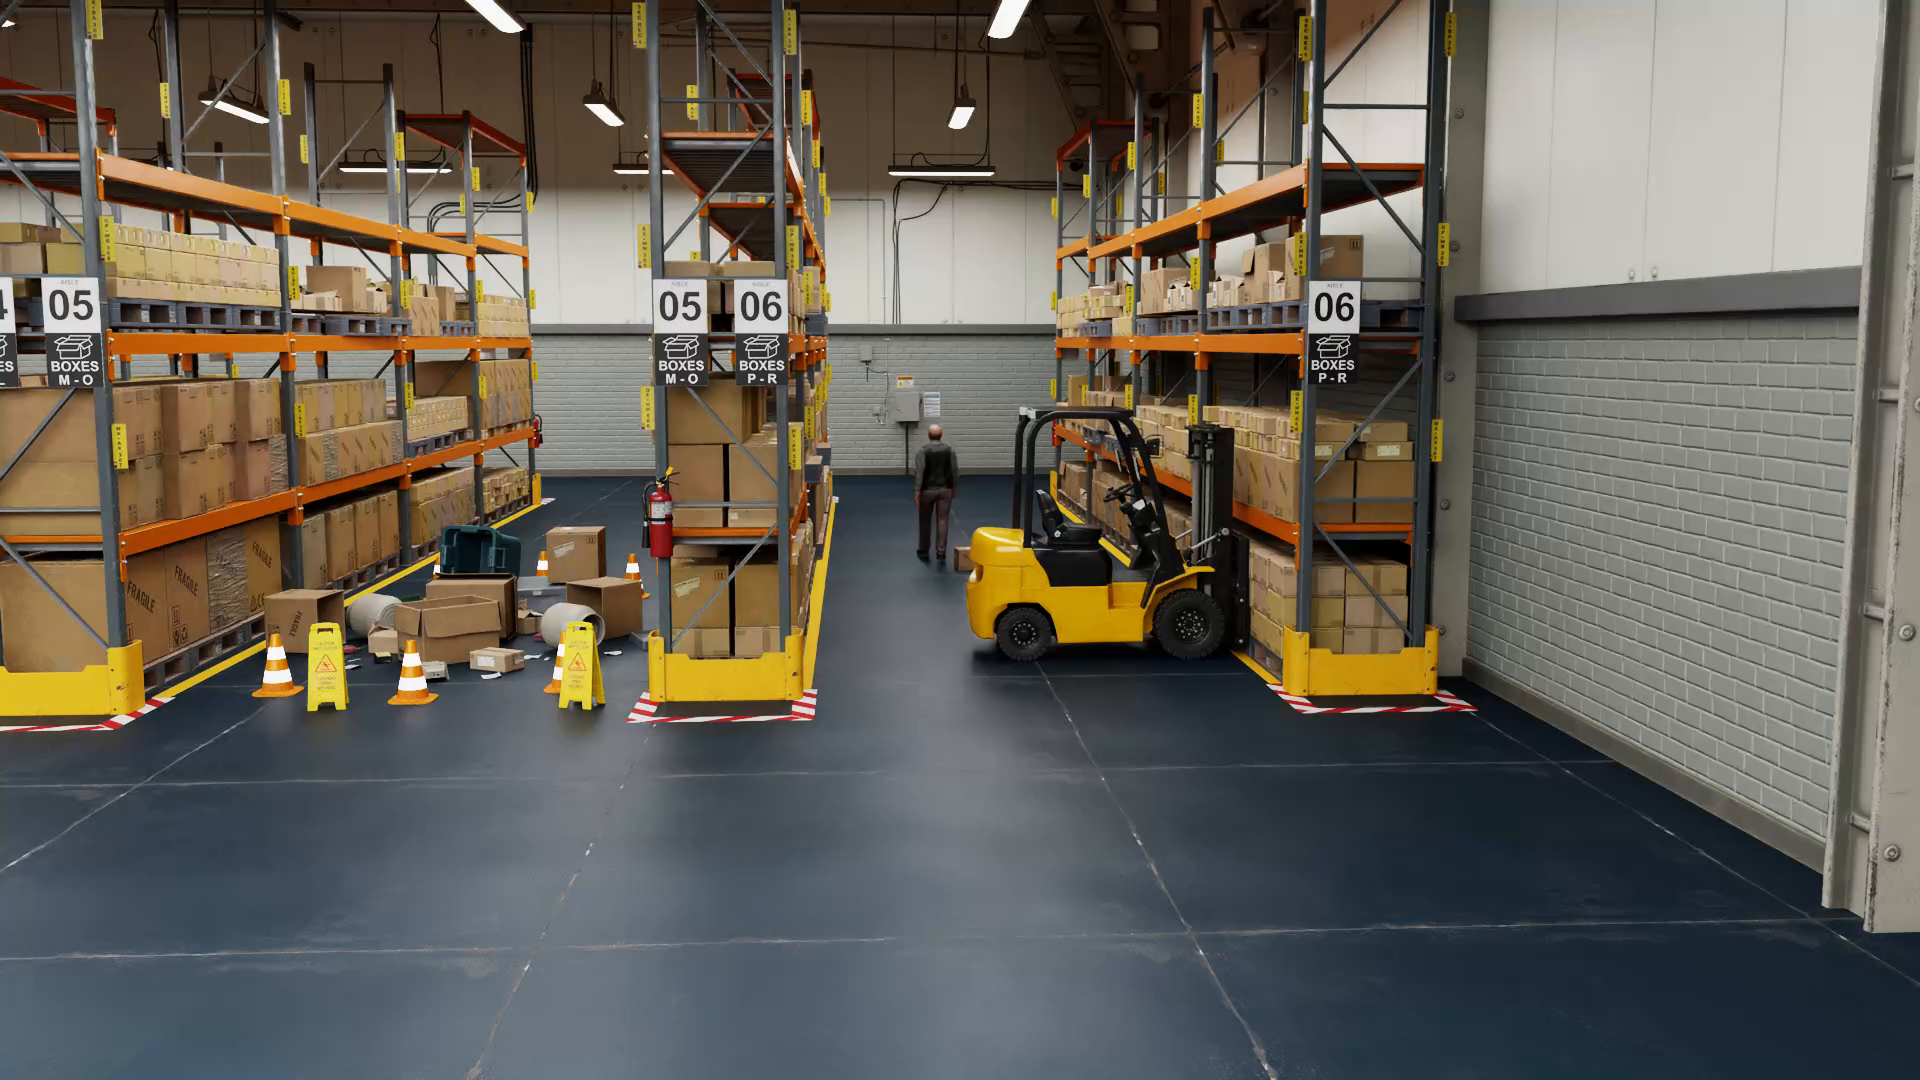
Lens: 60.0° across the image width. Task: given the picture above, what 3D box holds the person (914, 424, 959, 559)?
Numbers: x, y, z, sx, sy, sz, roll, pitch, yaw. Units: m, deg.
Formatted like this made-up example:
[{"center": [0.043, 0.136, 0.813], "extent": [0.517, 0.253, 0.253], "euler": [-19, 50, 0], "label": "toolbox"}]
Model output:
[{"center": [-0.305, -0.623, 20.928], "extent": [0.575, 1.674, 0.962], "euler": [-1, 7, -6], "label": "person"}]
